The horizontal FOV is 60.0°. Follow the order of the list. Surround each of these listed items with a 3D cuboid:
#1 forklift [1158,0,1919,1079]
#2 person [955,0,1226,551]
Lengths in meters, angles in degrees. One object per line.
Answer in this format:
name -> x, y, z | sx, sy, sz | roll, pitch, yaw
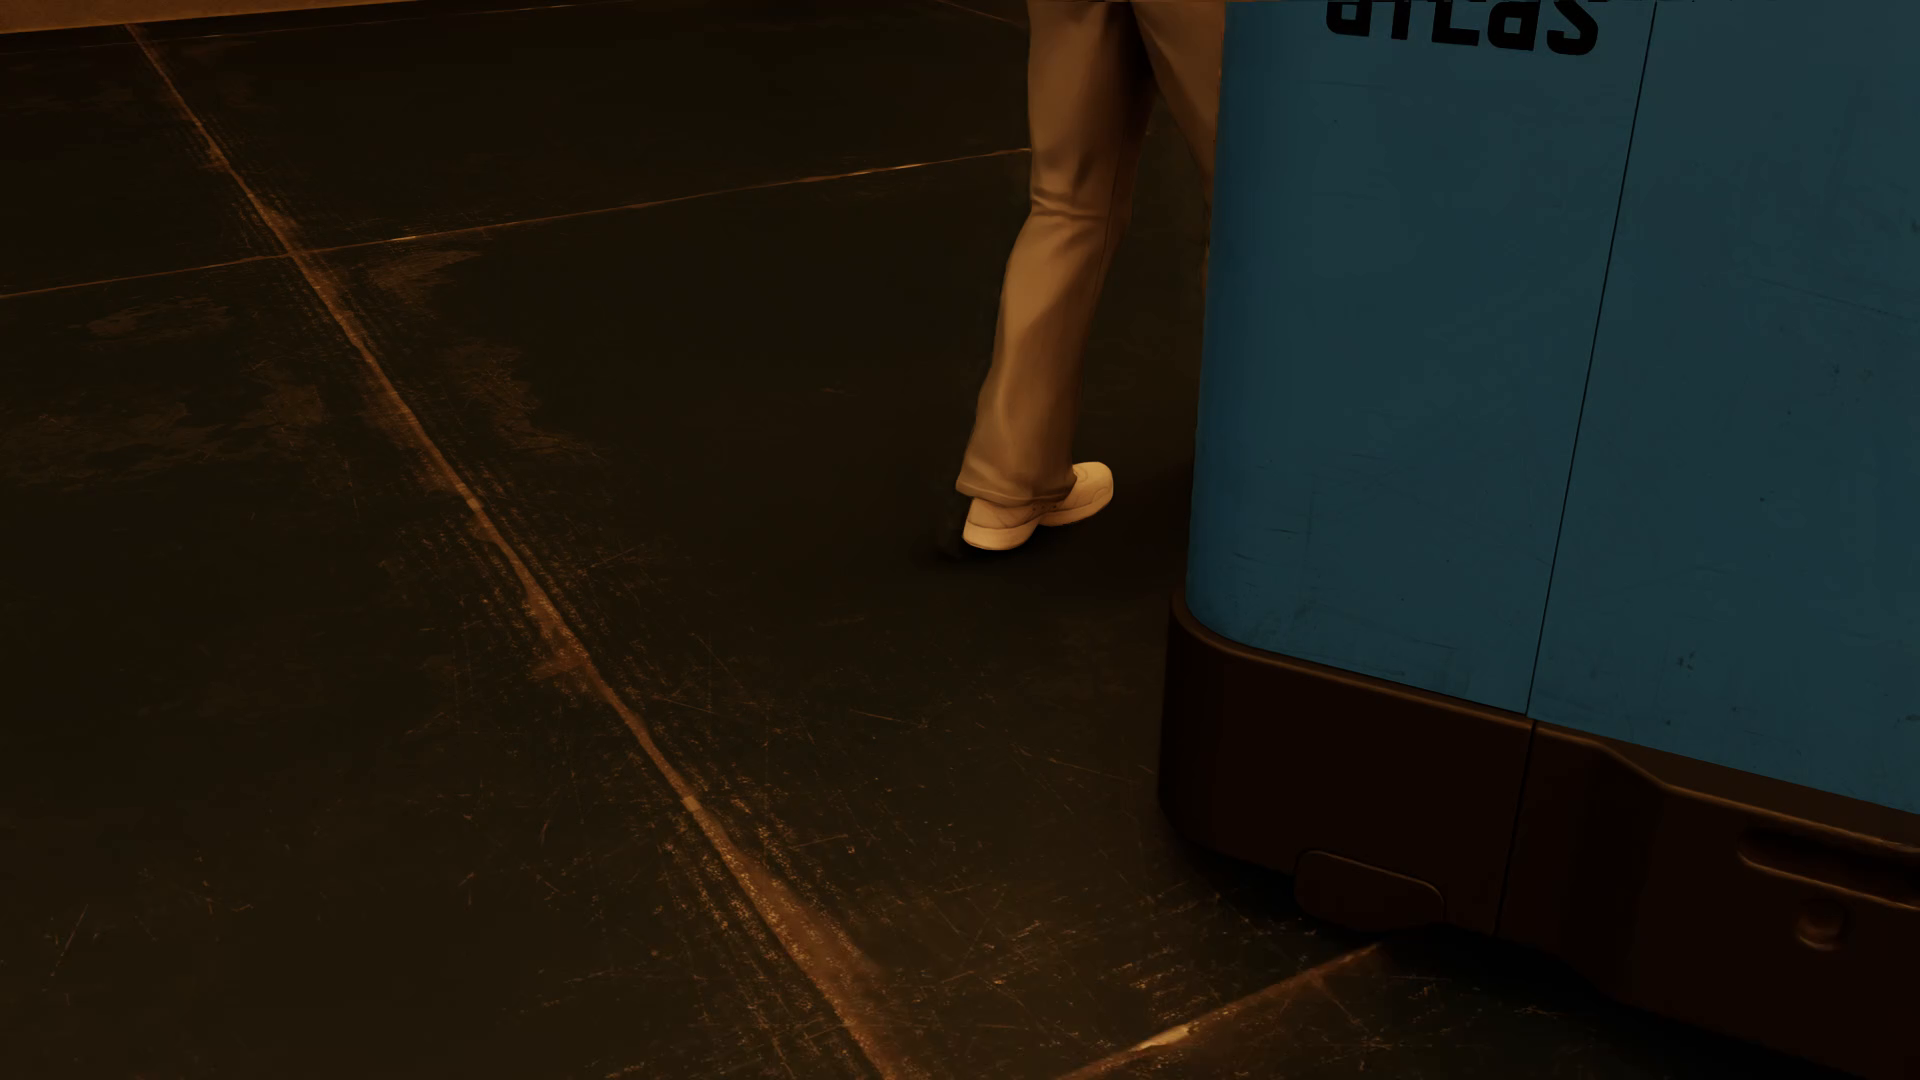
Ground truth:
forklift -> 1.760, -0.831, 0.899 | 3.031, 2.935, 1.130 | 13, 30, 25
person -> 0.346, -0.817, 2.304 | 0.624, 1.640, 0.814 | 24, 36, 39
